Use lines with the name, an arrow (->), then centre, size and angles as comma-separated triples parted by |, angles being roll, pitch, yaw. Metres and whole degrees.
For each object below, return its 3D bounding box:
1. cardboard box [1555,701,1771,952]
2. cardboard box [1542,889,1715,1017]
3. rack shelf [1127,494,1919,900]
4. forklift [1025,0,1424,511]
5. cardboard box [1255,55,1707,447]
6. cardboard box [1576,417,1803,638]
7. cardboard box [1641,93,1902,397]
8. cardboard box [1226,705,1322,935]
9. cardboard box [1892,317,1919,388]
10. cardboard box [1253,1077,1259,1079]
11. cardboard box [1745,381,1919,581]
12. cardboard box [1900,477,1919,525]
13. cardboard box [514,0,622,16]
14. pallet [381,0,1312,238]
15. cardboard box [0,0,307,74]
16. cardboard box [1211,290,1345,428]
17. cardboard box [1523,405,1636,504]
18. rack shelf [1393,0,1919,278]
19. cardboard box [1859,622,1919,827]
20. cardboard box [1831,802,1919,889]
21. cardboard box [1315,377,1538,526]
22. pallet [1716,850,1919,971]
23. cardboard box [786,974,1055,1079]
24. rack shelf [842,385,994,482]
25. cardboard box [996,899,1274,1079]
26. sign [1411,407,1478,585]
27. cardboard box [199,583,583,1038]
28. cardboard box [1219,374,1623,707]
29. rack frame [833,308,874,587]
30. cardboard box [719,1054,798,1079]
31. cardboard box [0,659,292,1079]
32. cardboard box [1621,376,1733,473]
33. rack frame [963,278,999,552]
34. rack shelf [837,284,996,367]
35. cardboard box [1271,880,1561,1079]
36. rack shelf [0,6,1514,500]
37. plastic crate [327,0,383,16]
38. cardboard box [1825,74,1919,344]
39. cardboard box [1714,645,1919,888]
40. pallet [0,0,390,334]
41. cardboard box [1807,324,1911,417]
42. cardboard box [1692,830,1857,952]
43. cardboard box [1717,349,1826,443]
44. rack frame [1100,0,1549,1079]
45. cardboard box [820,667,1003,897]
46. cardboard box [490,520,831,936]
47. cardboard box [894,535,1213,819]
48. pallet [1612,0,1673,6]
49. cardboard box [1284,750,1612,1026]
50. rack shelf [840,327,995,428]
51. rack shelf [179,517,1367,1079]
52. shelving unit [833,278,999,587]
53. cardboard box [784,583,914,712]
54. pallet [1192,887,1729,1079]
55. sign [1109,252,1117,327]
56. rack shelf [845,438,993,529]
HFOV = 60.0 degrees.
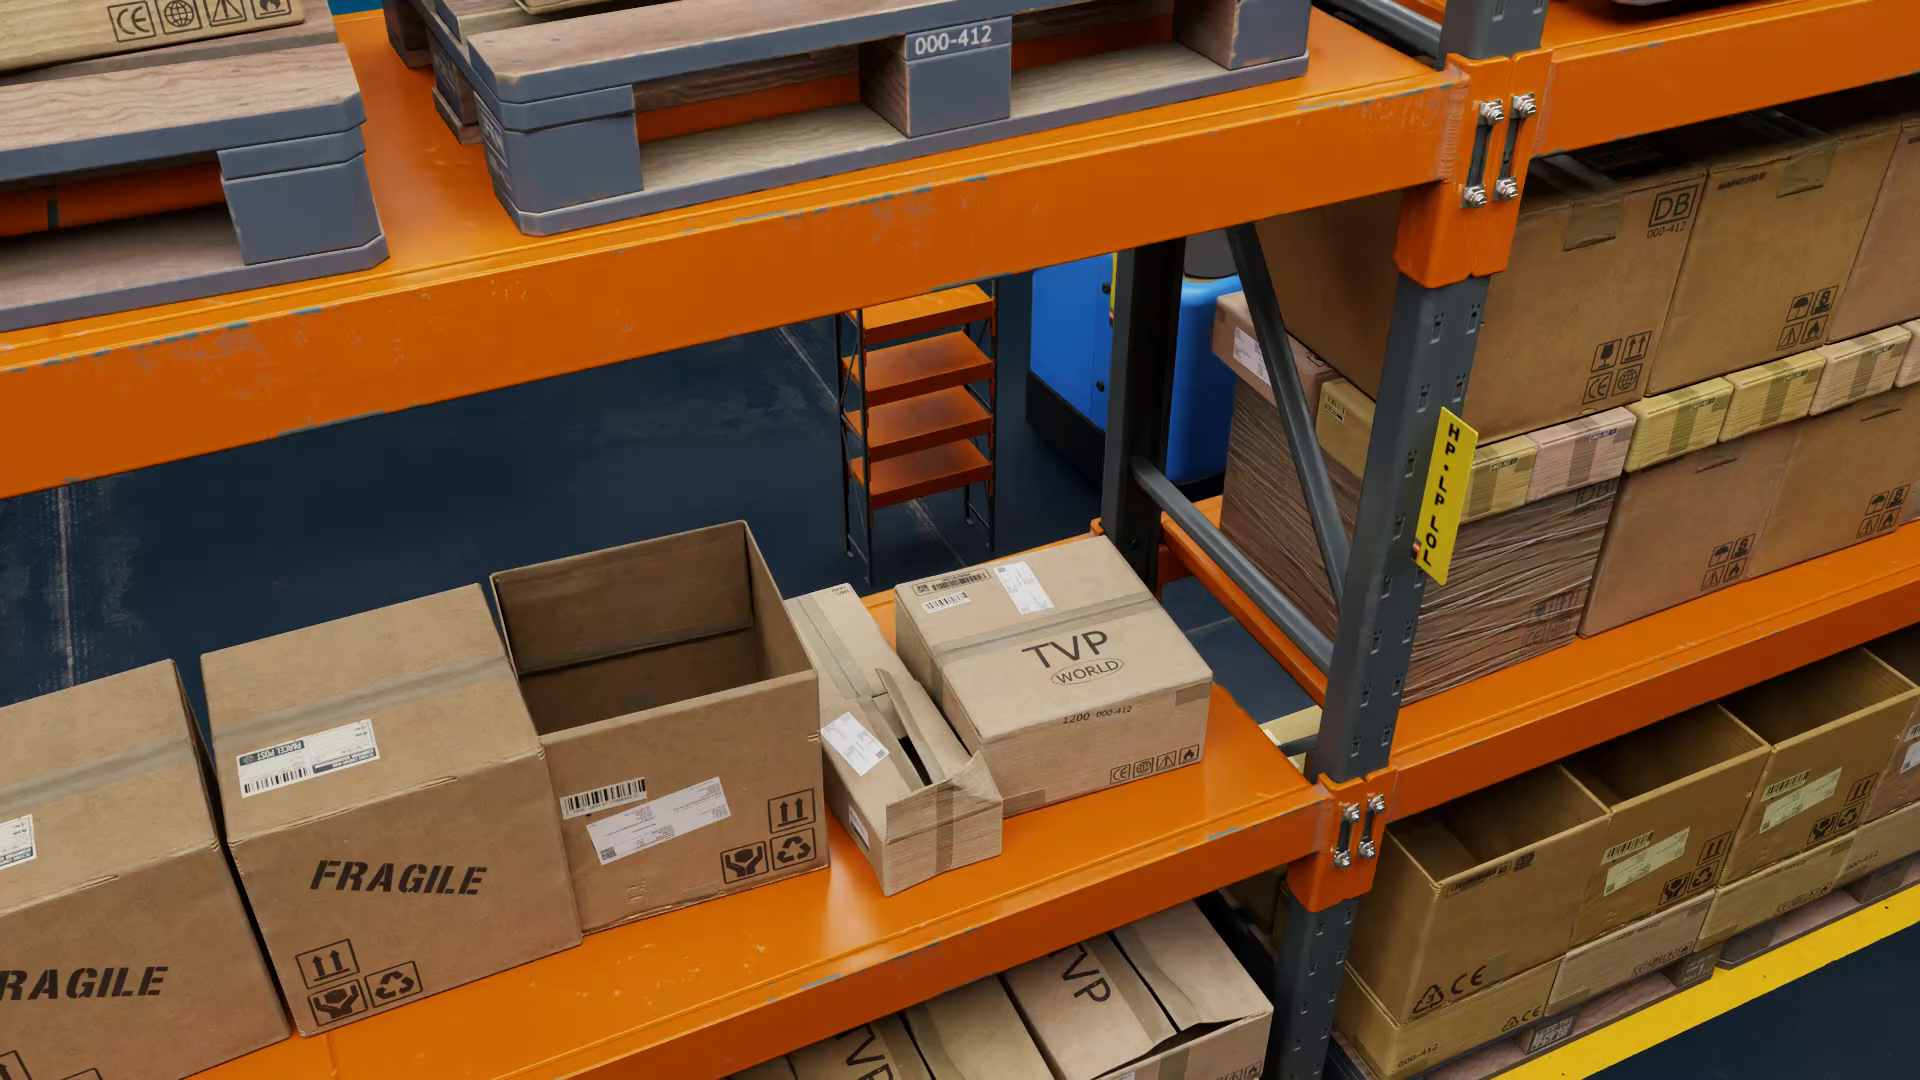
cardboard box -> 1.611, 0.623, 4.218 | 0.500, 0.500, 0.500 | -16, 39, -20
cardboard box -> 1.613, 0.926, 4.439 | 0.500, 0.250, 0.500 | -16, 39, -20
rack shelf -> 2.420, -0.149, 4.537 | 4.000, 0.370, 1.077 | -16, 39, -20
forklift -> 1.804, -1.822, 6.246 | 3.031, 2.935, 1.130 | -19, 40, -23
cardboard box -> 1.008, -0.609, 3.380 | 0.500, 0.500, 0.700 | -15, 39, -20
cardboard box -> 1.483, -0.225, 3.951 | 0.500, 0.500, 0.700 | -16, 39, -20
cardboard box -> 1.465, -0.737, 3.553 | 0.500, 0.500, 0.700 | -16, 39, -20
cardboard box -> 0.936, 0.769, 4.651 | 0.500, 0.250, 0.500 | -16, 39, -20
cardboard box -> 2.100, -0.524, 3.811 | 0.250, 0.149, 0.380 | -17, 40, -21
cardboard box -> 0.357, 1.265, 3.982 | 0.500, 0.250, 0.500 | -16, 39, -20
cardboard box -> 1.939, -0.349, 4.119 | 0.500, 0.500, 0.700 | -15, 39, -19
cardboard box -> 2.402, -0.480, 4.295 | 0.500, 0.500, 0.700 | -14, 39, -19
cardboard box -> -0.449, -0.954, 2.273 | 0.500, 0.250, 0.500 | -20, 41, -24
pallet -> -0.184, -0.829, 2.493 | 1.217, 0.209, 0.805 | -17, 40, -22
cardboard box -> -1.148, -0.794, 2.058 | 0.500, 0.250, 0.500 | -19, 41, -24
cardboard box -> 0.764, -0.417, 3.666 | 0.250, 0.149, 0.380 | -16, 39, -20
cardboard box -> 1.162, -0.260, 3.454 | 0.250, 0.149, 0.380 | -15, 39, -19
rack shelf -> 2.420, -1.354, 3.643 | 4.000, 0.370, 1.077 | -16, 39, -20
cardboard box -> 2.519, 0.373, 4.555 | 0.500, 0.500, 0.500 | -16, 39, -20
cardboard box -> 2.518, 0.673, 4.781 | 0.500, 0.250, 0.500 | -16, 39, -20
cardboard box -> 0.935, -0.196, 3.368 | 0.250, 0.149, 0.380 | -16, 39, -20
pallet -> 2.453, 0.698, 5.131 | 1.213, 0.211, 1.003 | -16, 39, -20
cardboard box -> -0.104, 1.171, 3.638 | 0.500, 0.311, 0.500 | -15, 39, -19
rack shelf -> -0.150, -0.386, 5.876 | 0.480, 0.148, 0.258 | -16, 39, -20
cardboard box -> 0.364, 1.036, 3.820 | 0.500, 0.311, 0.500 | -16, 39, -20
sign -> 0.849, -0.075, 2.927 | 0.005, 0.325, 0.100 | -16, 39, -20
cardboard box -> -1.023, 0.474, 3.009 | 0.500, 0.500, 0.500 | -16, 39, -20
cardboard box -> 1.008, -0.088, 3.766 | 0.500, 0.500, 0.700 | -17, 40, -21
rack frame -> -0.371, -0.378, 5.753 | 0.015, 1.200, 0.240 | -16, 39, -20
cardboard box -> -0.557, 1.296, 3.470 | 0.500, 0.311, 0.500 | -16, 39, -20
cardboard box -> -1.500, 0.607, 2.830 | 0.500, 0.500, 0.500 | -18, 40, -22
cardboard box -> 1.395, -0.326, 3.543 | 0.250, 0.149, 0.380 | -17, 40, -21
rack frame -> 0.071, -0.502, 5.919 | 0.015, 1.200, 0.240 | -16, 39, -20
rack shelf -> -0.150, -0.756, 5.602 | 0.480, 0.148, 0.258 | -16, 39, -20
cardboard box -> 1.158, 1.050, 4.272 | 0.500, 0.250, 0.500 | -16, 39, -20
rack shelf -> -1.201, -0.341, 2.278 | 4.000, 0.370, 1.077 | -16, 39, -20
plastic crate -> -2.358, -2.150, 6.645 | 0.575, 0.384, 0.392 | -16, 39, -20
cardboard box -> 1.919, -0.864, 3.724 | 0.500, 0.500, 0.700 | -16, 39, -20
cardboard box -> 2.067, 0.501, 4.383 | 0.500, 0.500, 0.500 | -16, 39, -20
pallet -> -1.424, -0.553, 2.118 | 1.213, 0.211, 1.003 | -14, 39, -18
cardboard box -> 1.859, -0.455, 3.717 | 0.250, 0.149, 0.380 | -17, 40, -21
cardboard box -> 2.067, 0.803, 4.606 | 0.500, 0.250, 0.500 | -16, 39, -20
cardboard box -> 1.632, -0.393, 3.633 | 0.250, 0.149, 0.380 | -16, 39, -20
rack frame -> 0.609, 0.068, 3.640 | 0.127, 3.000, 1.000 | -16, 39, -20
cardboard box -> -0.109, 0.444, 3.246 | 0.258, 0.266, 0.396 | -17, 40, -21
cardboard box -> -0.570, 0.347, 3.180 | 0.500, 0.500, 0.500 | -13, 38, -17
cardboard box -> 0.182, 0.277, 3.485 | 0.500, 0.250, 0.500 | -13, 39, -17
pallet -> 1.370, -1.331, 3.083 | 1.213, 0.211, 1.003 | -16, 39, -20
cardboard box -> 1.162, 0.754, 4.041 | 0.500, 0.500, 0.500 | -16, 39, -20
rack shelf -> -0.150, -0.566, 5.743 | 0.480, 0.148, 0.258 | -16, 39, -20
rack shelf -> -1.201, 0.863, 3.172 | 4.000, 0.370, 1.077 | -16, 39, -20
shelving unit -> -0.150, -0.440, 5.836 | 0.503, 1.200, 0.258 | -16, 39, -20
cardboard box -> -0.280, 0.283, 3.561 | 0.250, 0.149, 0.380 | -16, 39, -20
pallet -> 1.347, 1.010, 4.712 | 1.213, 0.211, 1.003 | -16, 39, -20
sign -> 0.372, -0.610, 3.762 | 0.005, 0.325, 0.100 | -16, 39, -20
rack shelf -> -0.150, -0.226, 5.994 | 0.480, 0.148, 0.258 | -16, 39, -20
